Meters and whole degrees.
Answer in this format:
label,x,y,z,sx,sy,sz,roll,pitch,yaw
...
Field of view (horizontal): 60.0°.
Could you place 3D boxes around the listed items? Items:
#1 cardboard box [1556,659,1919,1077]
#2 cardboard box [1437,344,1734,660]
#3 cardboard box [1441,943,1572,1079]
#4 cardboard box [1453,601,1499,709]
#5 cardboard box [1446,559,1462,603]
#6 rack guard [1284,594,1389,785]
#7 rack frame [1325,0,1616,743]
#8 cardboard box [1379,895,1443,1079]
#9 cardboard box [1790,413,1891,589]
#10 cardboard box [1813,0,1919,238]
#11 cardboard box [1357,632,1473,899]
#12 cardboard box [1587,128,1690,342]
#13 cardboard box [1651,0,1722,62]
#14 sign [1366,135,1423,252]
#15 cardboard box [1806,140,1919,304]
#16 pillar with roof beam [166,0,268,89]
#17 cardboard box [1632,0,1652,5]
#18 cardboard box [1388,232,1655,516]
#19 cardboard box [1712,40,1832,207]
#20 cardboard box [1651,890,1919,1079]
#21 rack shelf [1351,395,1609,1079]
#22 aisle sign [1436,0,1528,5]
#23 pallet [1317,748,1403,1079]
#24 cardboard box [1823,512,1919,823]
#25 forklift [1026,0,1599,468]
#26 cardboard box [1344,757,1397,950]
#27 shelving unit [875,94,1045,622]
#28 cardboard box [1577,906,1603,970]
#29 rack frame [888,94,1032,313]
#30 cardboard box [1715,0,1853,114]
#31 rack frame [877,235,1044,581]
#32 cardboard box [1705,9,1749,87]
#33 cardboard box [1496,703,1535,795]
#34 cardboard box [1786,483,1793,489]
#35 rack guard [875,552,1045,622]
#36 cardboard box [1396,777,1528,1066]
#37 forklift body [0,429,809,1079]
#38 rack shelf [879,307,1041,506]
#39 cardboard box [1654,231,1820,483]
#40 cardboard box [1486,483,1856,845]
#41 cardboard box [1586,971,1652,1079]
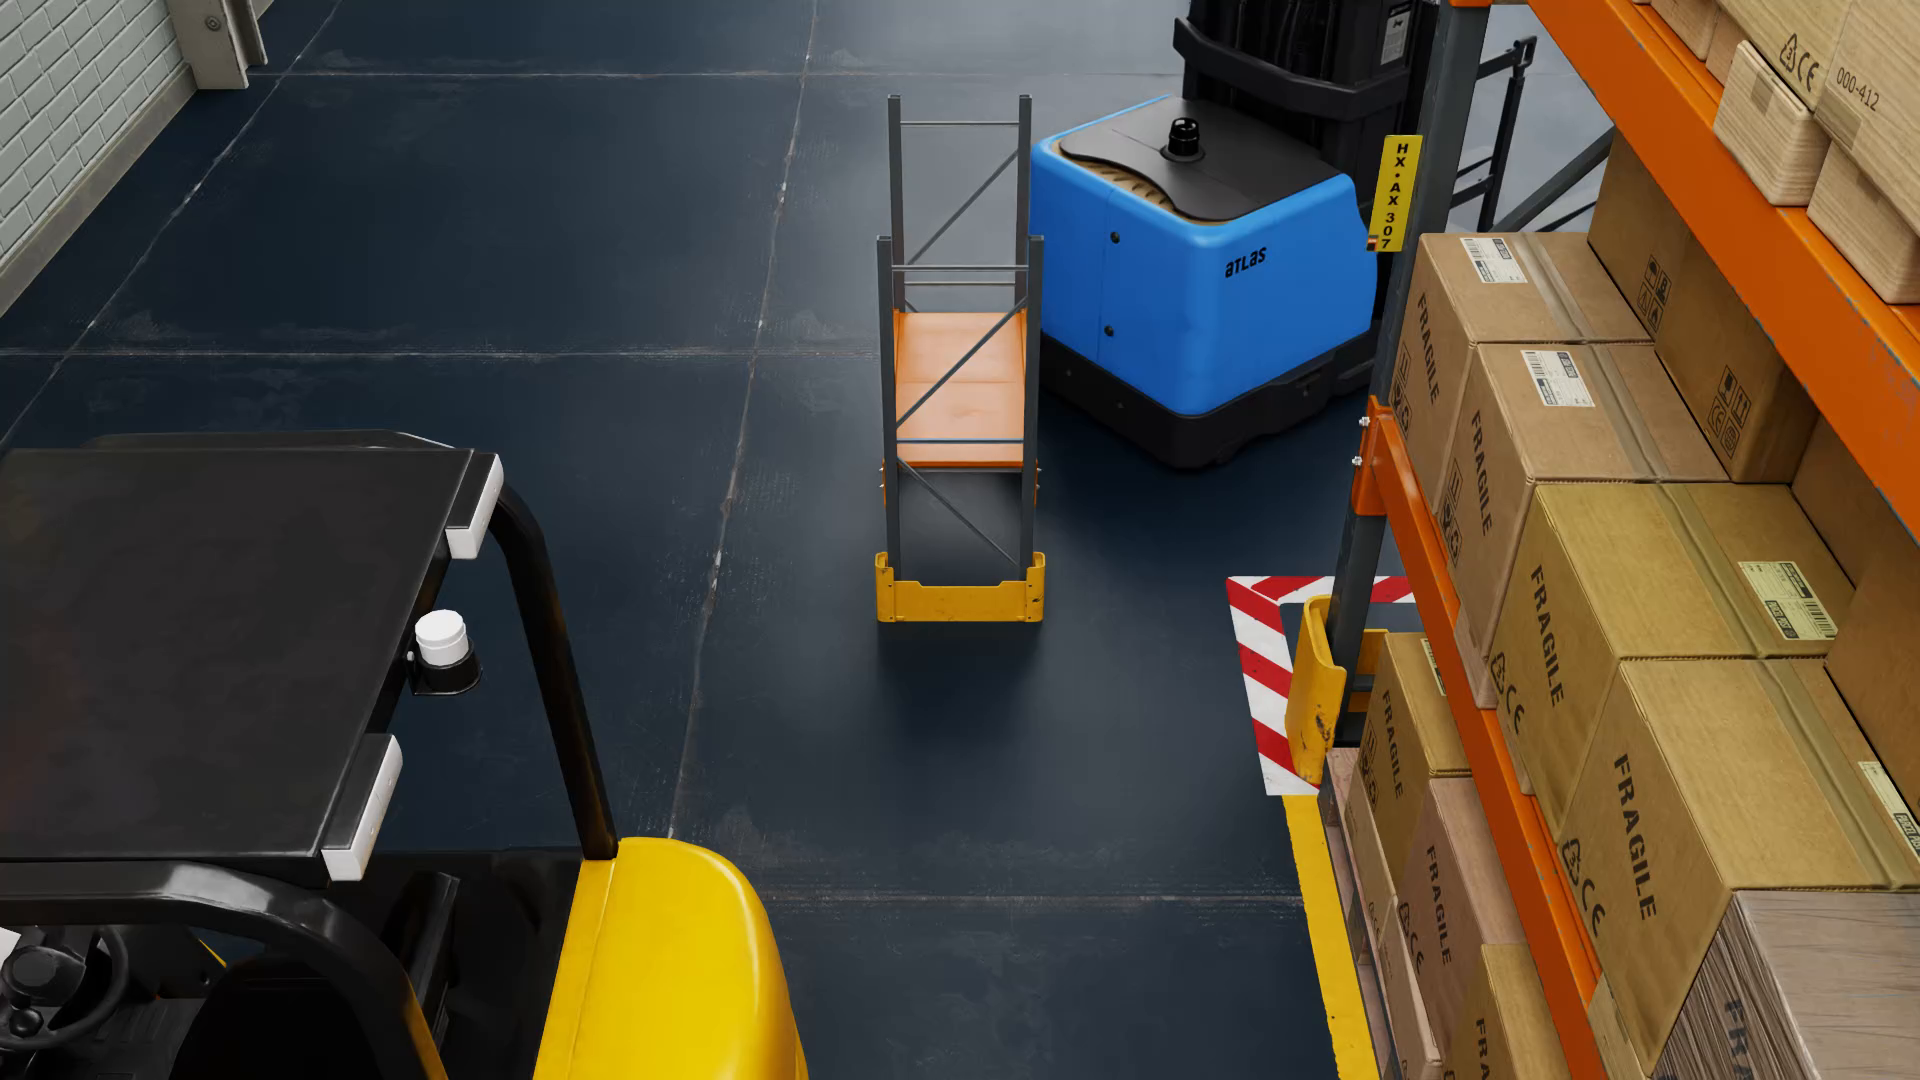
label,x,y,z,sx,sy,sz,roll,pitch,yaw
cardboard box,1.395,0.554,2.842,0.500,0.500,0.500,-1,39,-1
cardboard box,1.385,-0.083,3.637,0.500,0.500,0.500,1,39,1
cardboard box,1.380,1.229,3.581,0.500,0.500,0.500,1,39,1
cardboard box,1.339,0.245,3.746,0.380,0.149,0.250,1,39,1
cardboard box,1.385,0.086,3.944,0.380,0.149,0.250,-1,39,-1
rack guard,1.658,0.475,5.258,1.175,0.500,0.348,0,39,0
rack frame,1.658,-0.548,4.535,1.000,3.000,0.127,0,39,0
cardboard box,1.375,1.185,4.236,0.500,0.250,0.500,1,39,2
cardboard box,1.973,-0.139,2.907,0.700,0.500,0.500,0,39,-1
cardboard box,1.389,-0.503,1.963,0.500,0.250,0.500,1,39,1
cardboard box,1.383,0.588,4.381,0.500,0.500,0.500,-1,39,-2
cardboard box,1.877,-0.774,3.700,0.700,0.500,0.500,-1,39,-1
cardboard box,1.414,-0.928,2.812,0.380,0.149,0.250,0,39,0
sign,1.115,-0.885,4.264,0.100,0.325,0.005,0,39,0
cardboard box,1.380,-0.440,2.203,0.380,0.149,0.250,-1,39,-1
pillar with roof beam,0.092,-6.202,6.794,9.100,9.000,0.400,0,39,0
cardboard box,1.390,-1.083,3.005,0.380,0.149,0.250,1,39,1
cardboard box,1.381,-0.407,4.041,0.500,0.500,0.500,-1,39,-1
cardboard box,1.339,-0.605,2.408,0.380,0.149,0.250,0,39,0
cardboard box,1.401,0.874,2.443,0.500,0.500,0.500,1,39,1
rack shelf,1.660,0.983,3.199,1.077,0.370,4.000,0,39,0
aisle sign,1.348,-1.601,3.770,0.394,0.787,0.004,0,39,0
pallet,1.624,1.096,4.714,1.003,0.211,1.213,0,39,0
cardboard box,1.835,0.173,2.518,0.700,0.500,0.500,0,39,0
forklift,1.710,-2.192,6.641,3.031,2.935,1.130,-27,46,-30
cardboard box,1.382,0.866,4.634,0.500,0.250,0.500,0,39,0
shelving unit,0.000,-0.633,5.840,0.587,1.500,1.083,0,39,0
cardboard box,1.404,0.737,3.132,0.380,0.149,0.250,-1,39,-1
rack frame,-0.001,-0.956,6.244,0.500,1.500,0.032,0,39,0
cardboard box,1.408,-0.823,2.362,0.500,0.250,0.500,1,39,1
rack frame,0.000,-0.321,5.451,0.500,1.500,0.032,0,39,0
cardboard box,1.419,-0.762,2.605,0.380,0.149,0.250,-1,39,-1
cardboard box,1.373,0.407,3.544,0.380,0.149,0.250,1,39,1
cardboard box,1.930,-0.051,3.597,0.500,0.500,0.500,0,39,0
rack guard,0.000,0.166,5.843,0.587,0.250,0.087,0,39,0
cardboard box,1.388,0.915,3.973,0.500,0.500,0.500,-1,39,-2
forklift body,-1.479,0.974,3.315,2.313,2.155,1.214,0,39,0
rack shelf,0.000,-0.498,5.960,0.538,0.185,1.000,0,39,0
cardboard box,1.870,-0.457,3.305,0.700,0.500,0.500,0,39,0
cardboard box,1.387,0.236,3.239,0.500,0.500,0.500,-1,39,-1
cardboard box,1.346,0.894,2.936,0.380,0.149,0.250,0,39,0
